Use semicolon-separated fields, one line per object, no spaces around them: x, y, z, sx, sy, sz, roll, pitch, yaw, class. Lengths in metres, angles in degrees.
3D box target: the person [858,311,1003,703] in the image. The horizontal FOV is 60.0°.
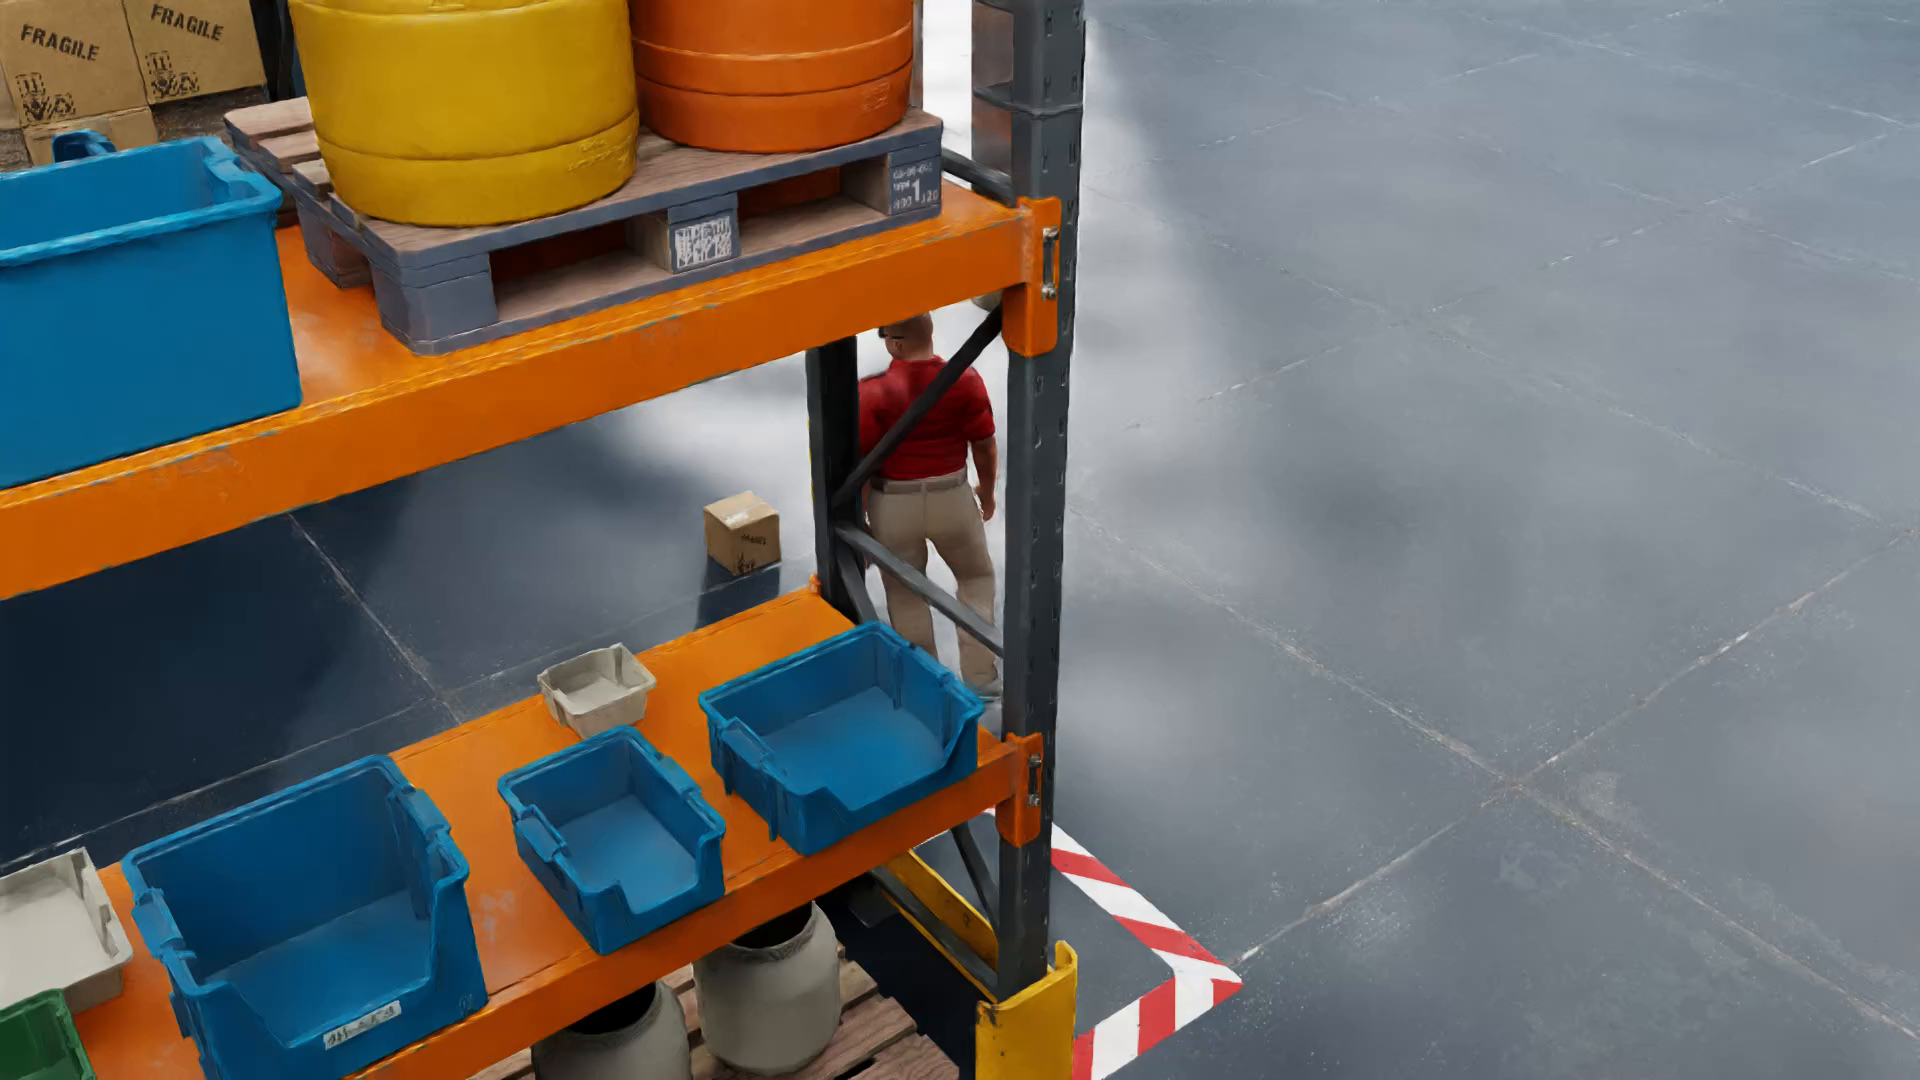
-0.071;-0.105;6.290;0.719;1.718;0.487;-5;32;-9;person
